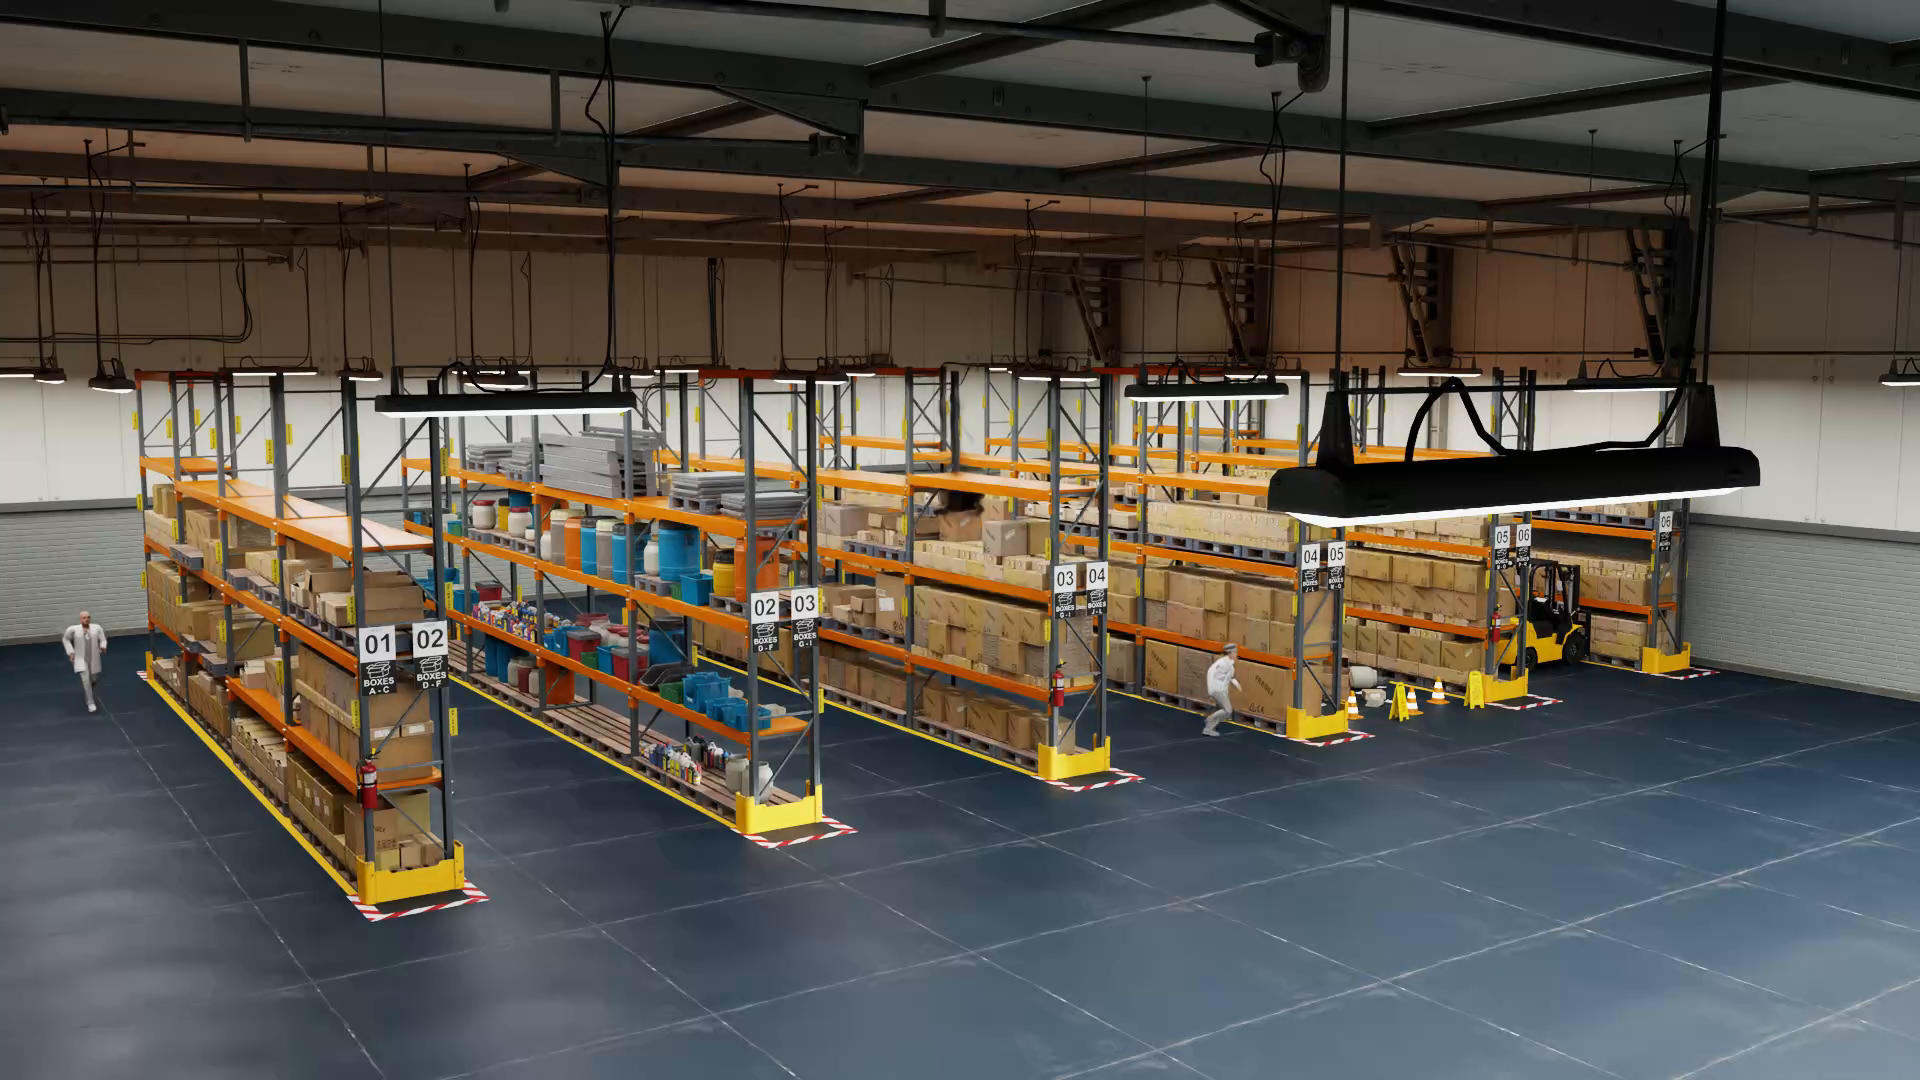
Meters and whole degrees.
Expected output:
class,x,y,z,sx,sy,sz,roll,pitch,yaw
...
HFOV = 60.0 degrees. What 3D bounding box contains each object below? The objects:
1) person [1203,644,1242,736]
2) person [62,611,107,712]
class,x,y,z,sx,sy,sz,roll,pitch,yaw
person,4.306,2.467,27.323,0.609,1.562,0.629,4,7,30
person,-15.577,2.128,29.622,0.692,1.763,0.953,-5,8,-39
